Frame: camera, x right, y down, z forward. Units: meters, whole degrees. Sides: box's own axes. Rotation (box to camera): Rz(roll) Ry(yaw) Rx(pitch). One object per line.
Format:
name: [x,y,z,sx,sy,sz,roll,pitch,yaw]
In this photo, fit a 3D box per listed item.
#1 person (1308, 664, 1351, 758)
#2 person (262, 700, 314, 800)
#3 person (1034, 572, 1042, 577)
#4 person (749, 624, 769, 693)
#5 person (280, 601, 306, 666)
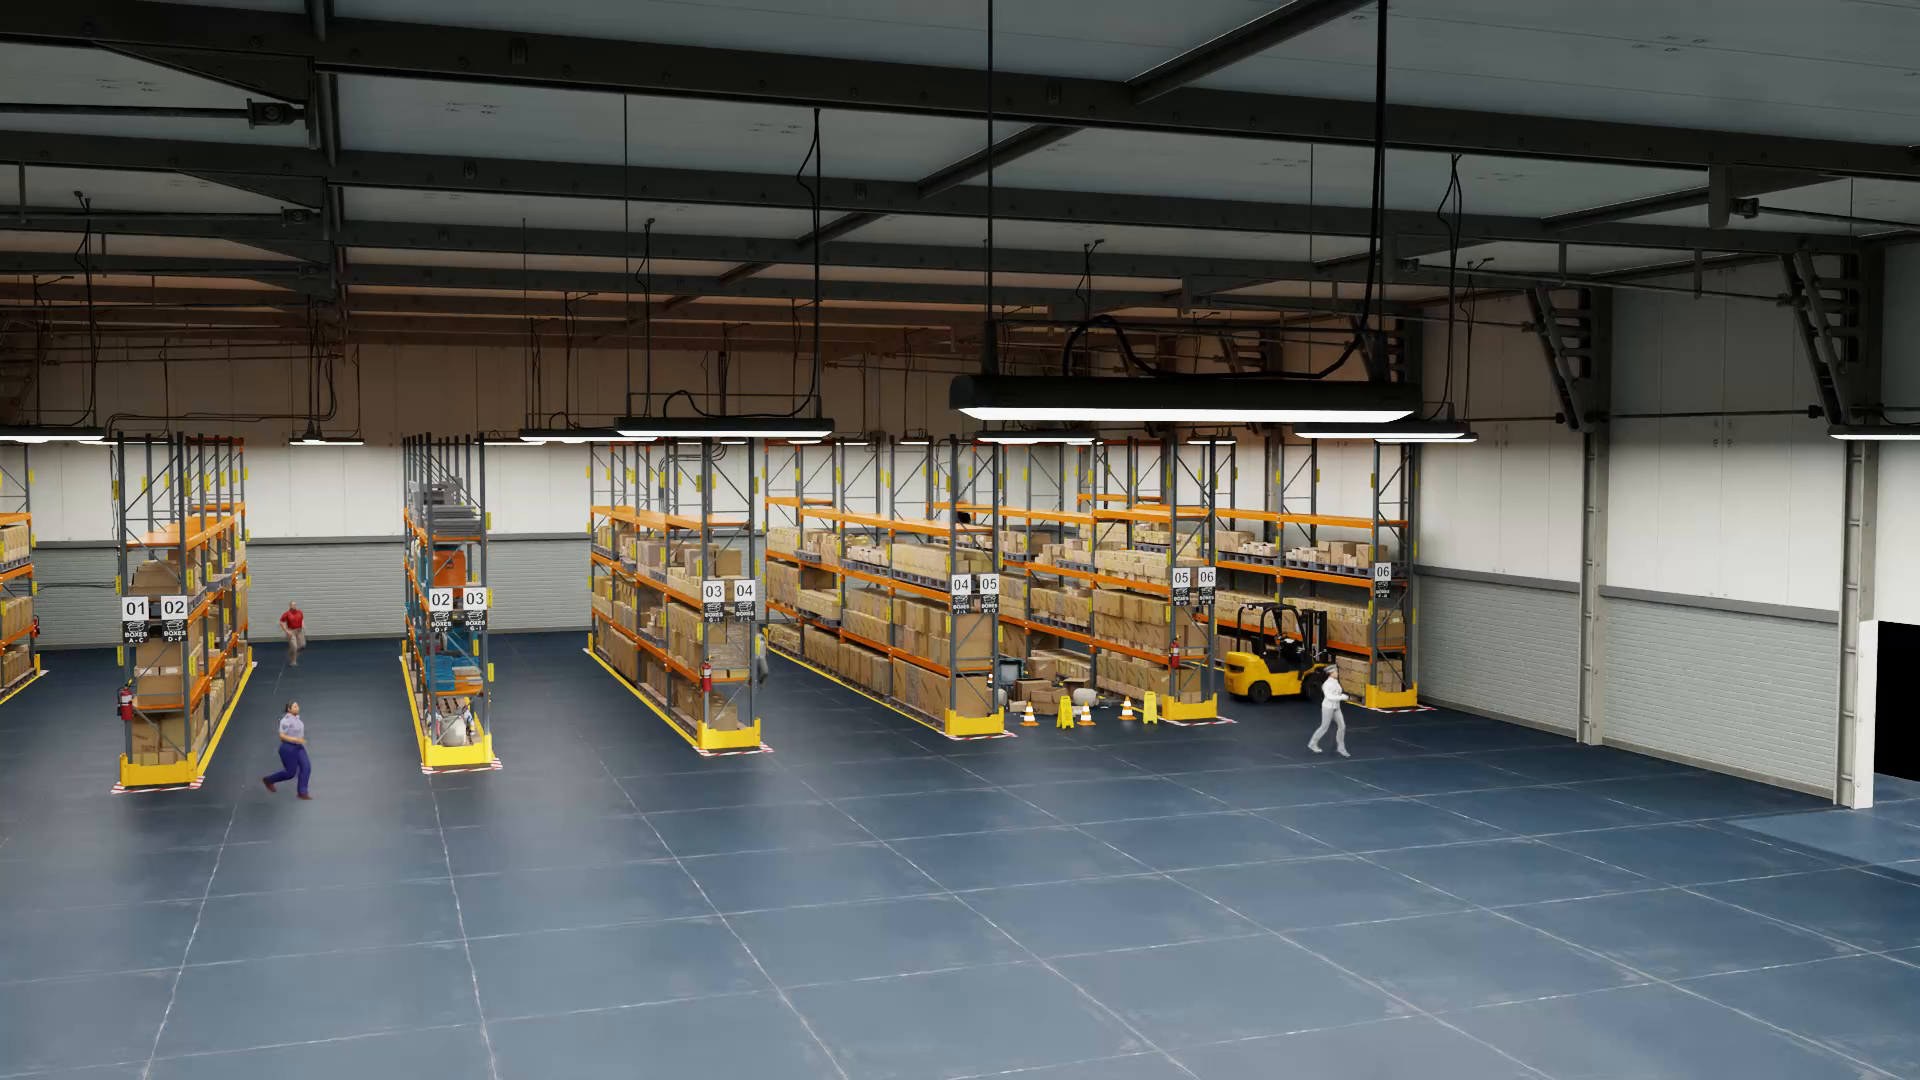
person: [6.850,3.160,30.862,0.779,1.743,0.599,2,4,34]
person: [-10.919,3.435,27.057,0.807,1.662,0.613,0,3,4]
person: [2.306,1.872,48.859,0.589,1.882,0.822,-2,4,-32]
person: [-4.701,2.766,38.709,0.639,1.632,0.549,-2,4,-30]
person: [-17.531,2.463,43.808,0.539,1.694,0.692,2,4,36]
